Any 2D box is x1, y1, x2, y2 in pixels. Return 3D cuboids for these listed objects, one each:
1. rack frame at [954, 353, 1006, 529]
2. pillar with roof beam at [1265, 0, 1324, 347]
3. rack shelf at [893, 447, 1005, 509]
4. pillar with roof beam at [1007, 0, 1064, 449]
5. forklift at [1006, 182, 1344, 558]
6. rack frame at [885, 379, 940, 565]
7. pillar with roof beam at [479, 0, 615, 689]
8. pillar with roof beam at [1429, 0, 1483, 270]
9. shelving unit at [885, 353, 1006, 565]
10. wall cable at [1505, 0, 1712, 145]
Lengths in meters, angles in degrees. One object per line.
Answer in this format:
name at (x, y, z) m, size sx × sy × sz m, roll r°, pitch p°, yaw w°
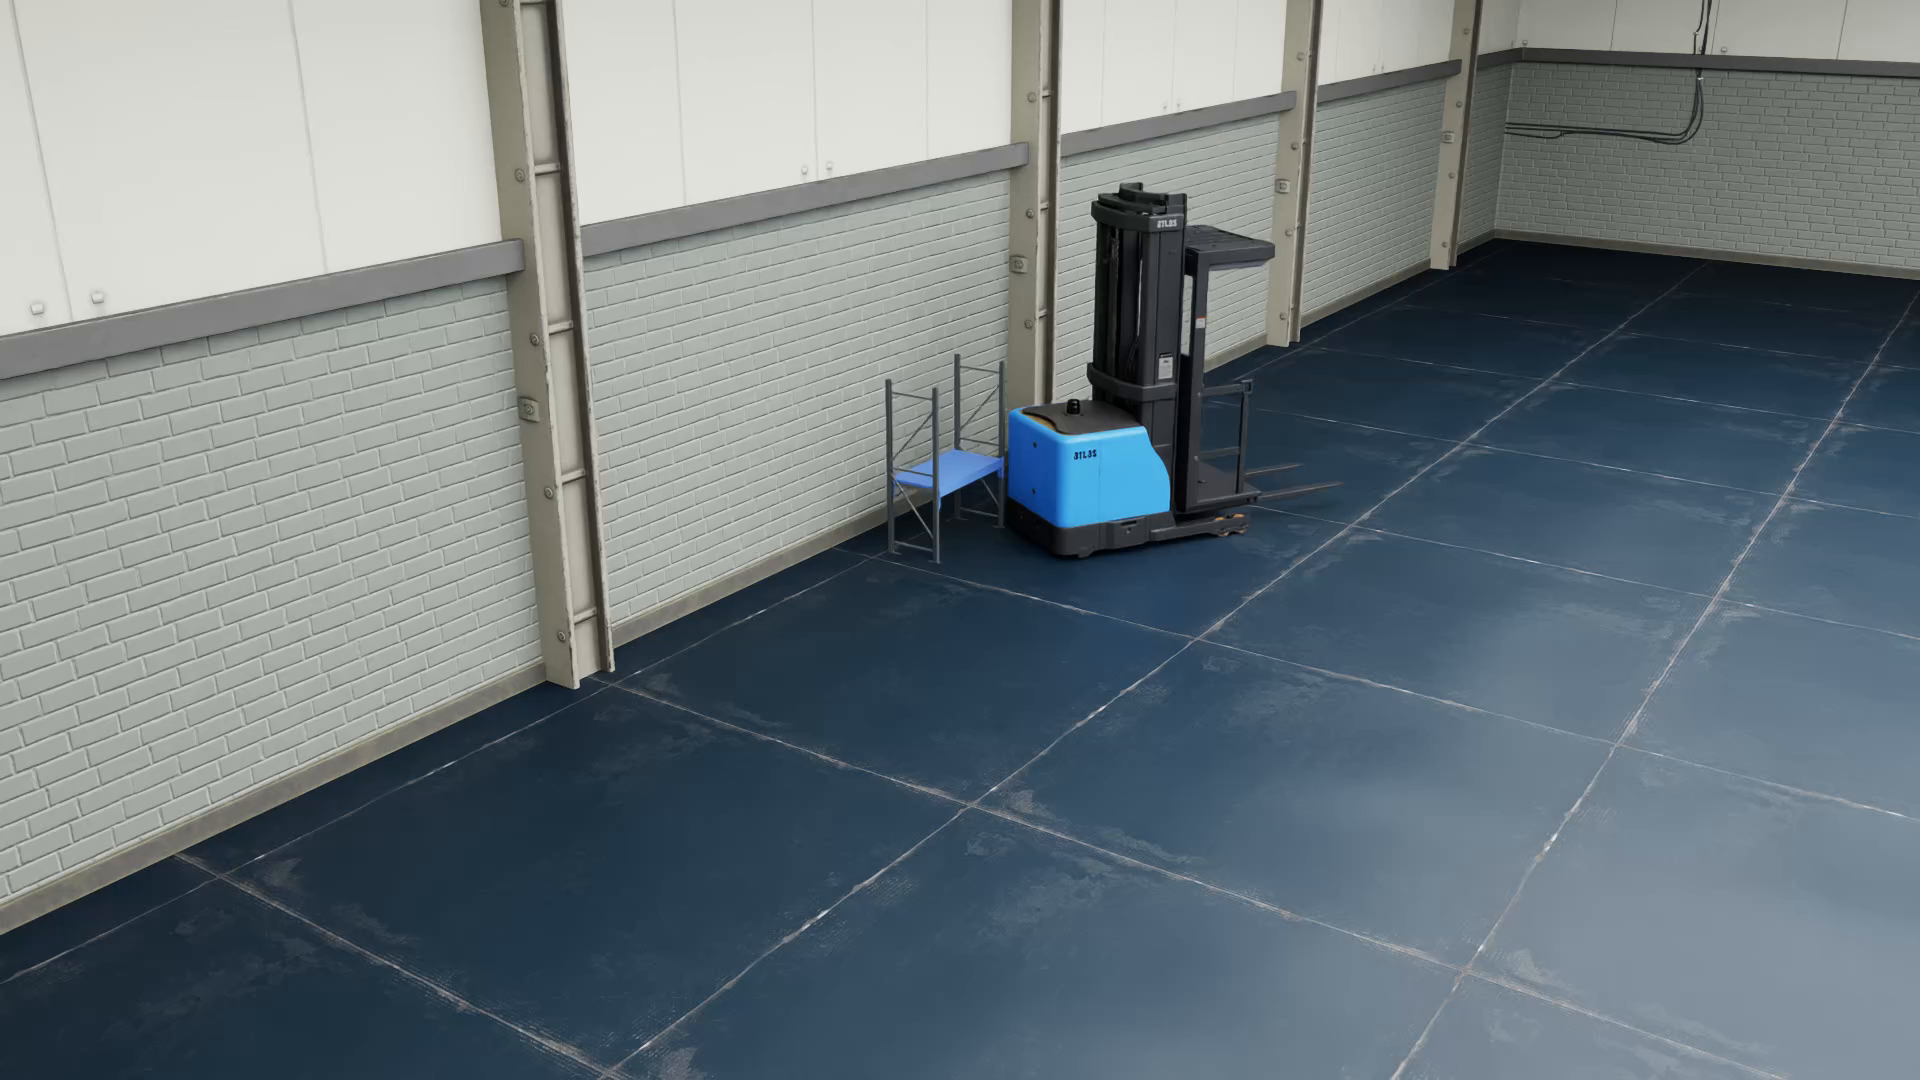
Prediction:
rack frame at (0.167, -0.848, 14.394) m, size 0.500 × 1.500 × 0.032 m, roll 13°, pitch 24°, yaw 31°
pillar with roof beam at (7.628, -5.879, 17.187) m, size 9.100 × 9.000 × 0.400 m, roll 13°, pitch 24°, yaw 32°
rack shelf at (-0.110, -0.531, 14.057) m, size 0.538 × 0.185 × 1.000 m, roll 13°, pitch 24°, yaw 31°
pillar with roof beam at (4.255, -4.157, 12.532) m, size 9.100 × 9.000 × 0.400 m, roll 13°, pitch 24°, yaw 32°
forklift at (1.957, -1.557, 14.248) m, size 3.031 × 2.935 × 1.130 m, roll -9°, pitch 22°, yaw -24°
rack frame at (-0.387, -0.552, 13.595) m, size 0.500 × 1.500 × 0.032 m, roll 13°, pitch 24°, yaw 31°
pillar with roof beam at (0.882, -2.436, 7.878) m, size 9.100 × 9.000 × 0.400 m, roll 13°, pitch 24°, yaw 32°
pillar with roof beam at (11.001, -7.600, 21.841) m, size 9.100 × 9.000 × 0.400 m, roll 13°, pitch 24°, yaw 32°
shelving unit at (-0.110, -0.700, 13.995) m, size 0.538 × 1.500 × 1.048 m, roll 13°, pitch 24°, yaw 31°
wall cable at (10.190, -7.571, 26.237) m, size 3.097 × 2.526 × 0.112 m, roll 13°, pitch 24°, yaw 32°
